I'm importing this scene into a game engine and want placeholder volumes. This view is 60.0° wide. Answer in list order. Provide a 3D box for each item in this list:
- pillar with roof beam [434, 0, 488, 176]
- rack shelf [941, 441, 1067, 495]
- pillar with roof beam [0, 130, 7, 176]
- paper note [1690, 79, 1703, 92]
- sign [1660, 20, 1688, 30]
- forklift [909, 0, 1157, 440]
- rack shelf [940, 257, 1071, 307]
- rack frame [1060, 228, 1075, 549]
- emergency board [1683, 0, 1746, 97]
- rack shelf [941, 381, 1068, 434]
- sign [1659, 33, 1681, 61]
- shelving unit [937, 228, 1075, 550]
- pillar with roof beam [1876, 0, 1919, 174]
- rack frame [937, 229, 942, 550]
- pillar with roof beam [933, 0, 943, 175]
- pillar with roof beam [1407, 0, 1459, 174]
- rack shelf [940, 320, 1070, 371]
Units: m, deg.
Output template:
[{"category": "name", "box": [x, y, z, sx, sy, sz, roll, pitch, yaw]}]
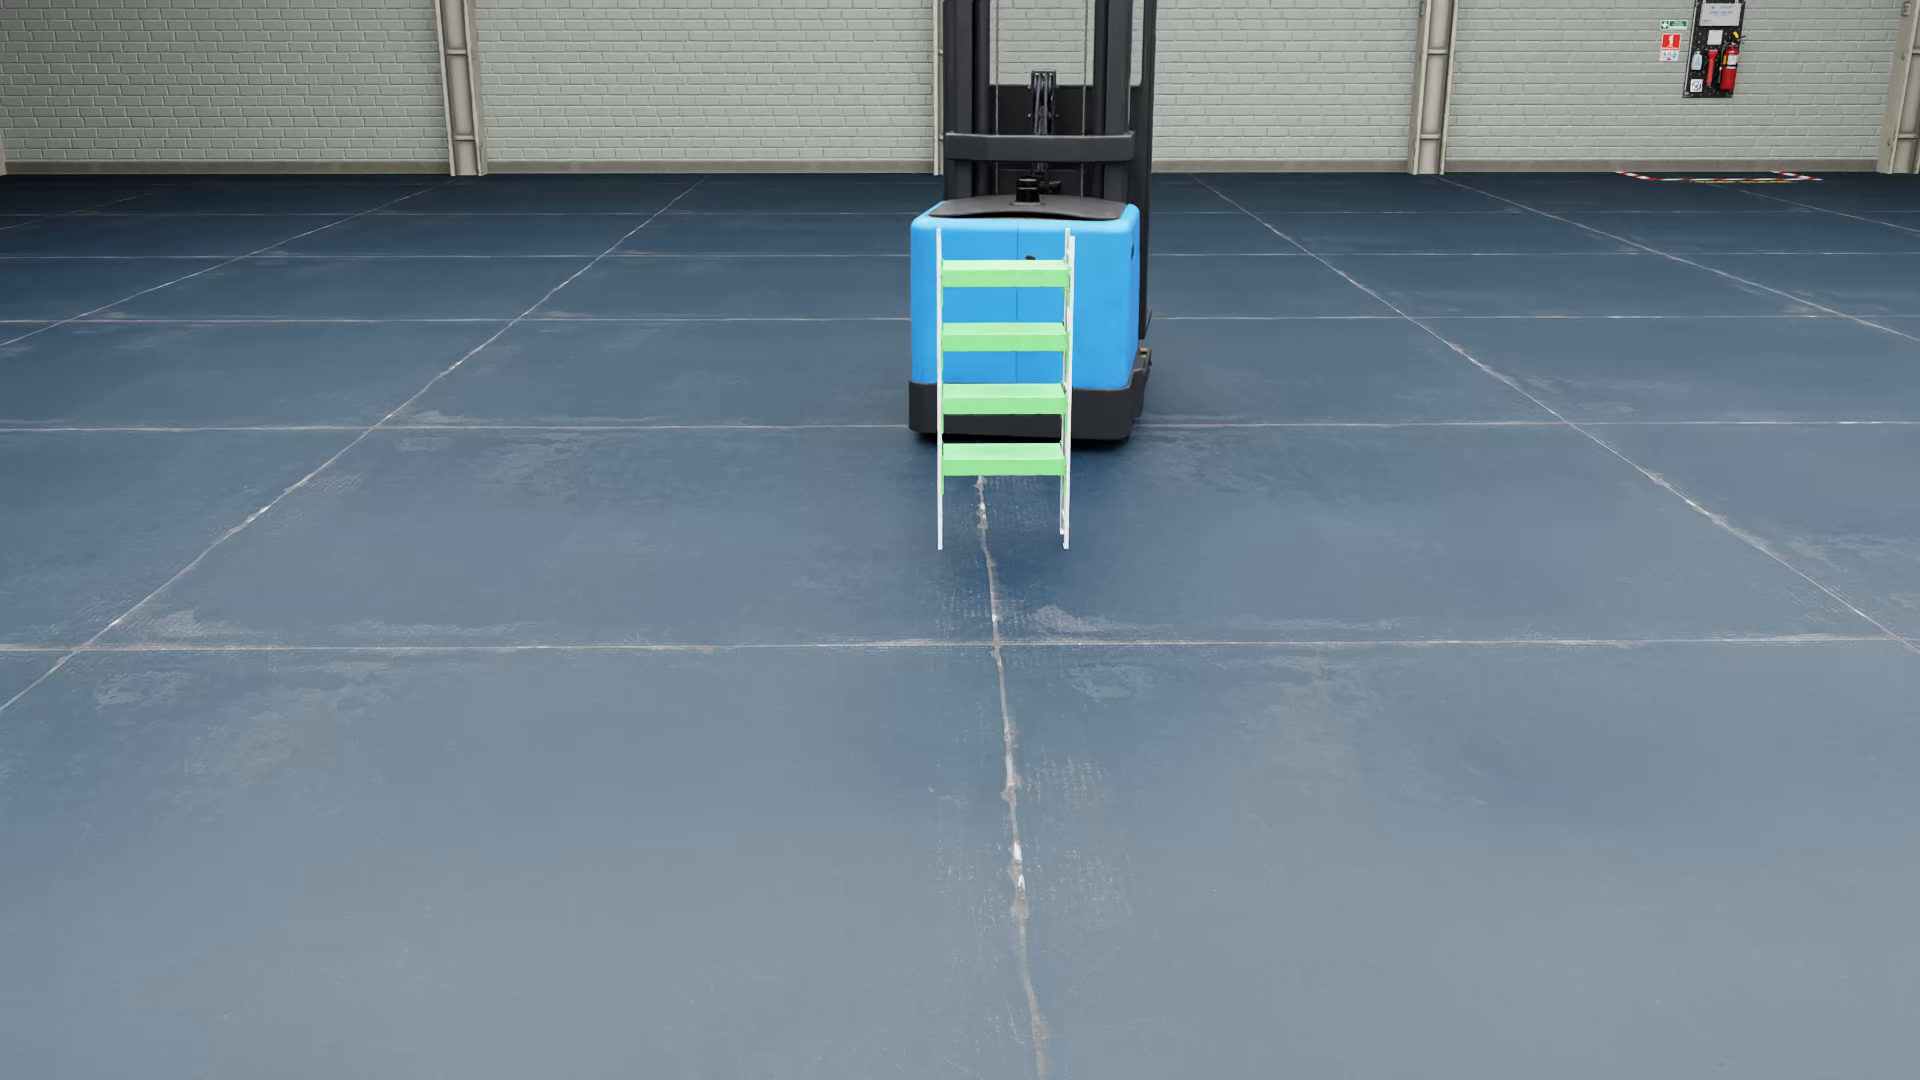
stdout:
[{"category": "pillar with roof beam", "box": [-6.065, -7.540, 15.321, 0.400, 9.000, 9.100, 0, 18, -1]}, {"category": "rack shelf", "box": [0.166, -0.283, 6.460, 0.480, 0.148, 0.258, 0, 18, -1]}, {"category": "pillar with roof beam", "box": [-12.064, -7.511, 15.231, 0.400, 9.000, 9.100, 0, 18, -1]}, {"category": "paper note", "box": [9.215, -5.686, 20.804, 0.142, 0.148, 0.016, 0, 18, -1]}, {"category": "sign", "box": [8.844, -6.381, 20.601, 0.331, 0.109, 0.001, 0, 18, -1]}, {"category": "forklift", "box": [0.491, -2.270, 8.827, 1.130, 2.935, 3.031, 3, 18, 8]}, {"category": "rack shelf", "box": [0.166, -0.968, 6.240, 0.480, 0.148, 0.258, 0, 18, -1]}, {"category": "rack frame", "box": [0.409, -0.573, 6.370, 0.015, 1.200, 0.240, 0, 18, -1]}, {"category": "emergency board", "box": [9.394, -6.085, 20.606, 0.643, 1.169, 0.194, 0, 18, -1]}, {"category": "rack shelf", "box": [0.166, -0.511, 6.386, 0.480, 0.148, 0.258, 0, 18, -1]}, {"category": "sign", "box": [8.839, -6.131, 20.691, 0.234, 0.329, 0.001, 0, 18, -1]}, {"category": "shelving unit", "box": [0.166, -0.572, 6.367, 0.503, 1.200, 0.258, 0, 18, -1]}, {"category": "pillar with roof beam", "box": [11.933, -7.627, 15.592, 0.400, 9.000, 9.100, 0, 18, -1]}, {"category": "rack frame", "box": [-0.078, -0.571, 6.363, 0.015, 1.200, 0.240, 0, 18, -1]}, {"category": "pillar with roof beam", "box": [-0.065, -7.569, 15.411, 0.400, 9.000, 9.100, 0, 18, -1]}, {"category": "pillar with roof beam", "box": [5.934, -7.598, 15.502, 0.400, 9.000, 9.100, 0, 18, -1]}, {"category": "rack shelf", "box": [0.166, -0.740, 6.313, 0.480, 0.148, 0.258, 0, 18, -1]}]
